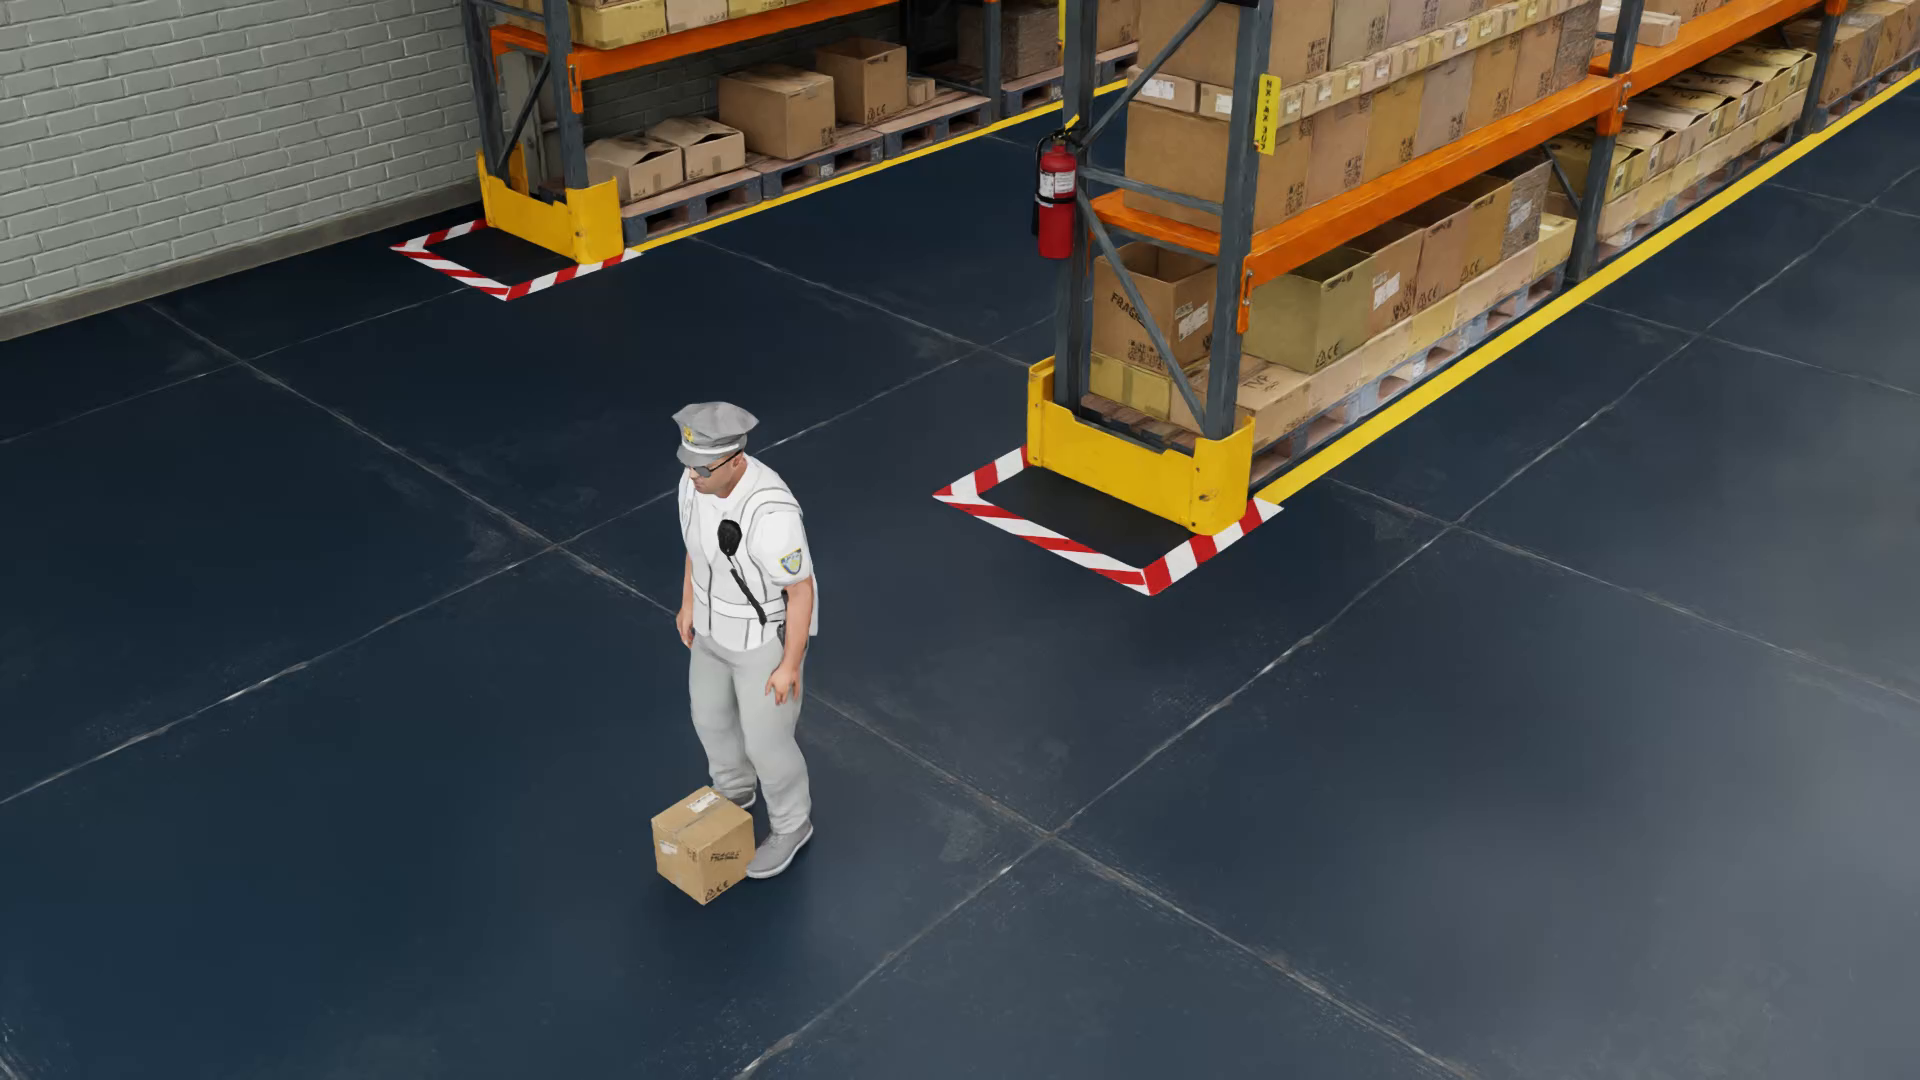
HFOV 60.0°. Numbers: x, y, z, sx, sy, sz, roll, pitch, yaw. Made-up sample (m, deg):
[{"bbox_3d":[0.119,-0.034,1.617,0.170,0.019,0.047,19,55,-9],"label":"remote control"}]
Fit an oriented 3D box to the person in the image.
[{"bbox_3d":[-0.717,0.312,5.610,0.583,1.747,0.437,25,39,35],"label":"person"}]
